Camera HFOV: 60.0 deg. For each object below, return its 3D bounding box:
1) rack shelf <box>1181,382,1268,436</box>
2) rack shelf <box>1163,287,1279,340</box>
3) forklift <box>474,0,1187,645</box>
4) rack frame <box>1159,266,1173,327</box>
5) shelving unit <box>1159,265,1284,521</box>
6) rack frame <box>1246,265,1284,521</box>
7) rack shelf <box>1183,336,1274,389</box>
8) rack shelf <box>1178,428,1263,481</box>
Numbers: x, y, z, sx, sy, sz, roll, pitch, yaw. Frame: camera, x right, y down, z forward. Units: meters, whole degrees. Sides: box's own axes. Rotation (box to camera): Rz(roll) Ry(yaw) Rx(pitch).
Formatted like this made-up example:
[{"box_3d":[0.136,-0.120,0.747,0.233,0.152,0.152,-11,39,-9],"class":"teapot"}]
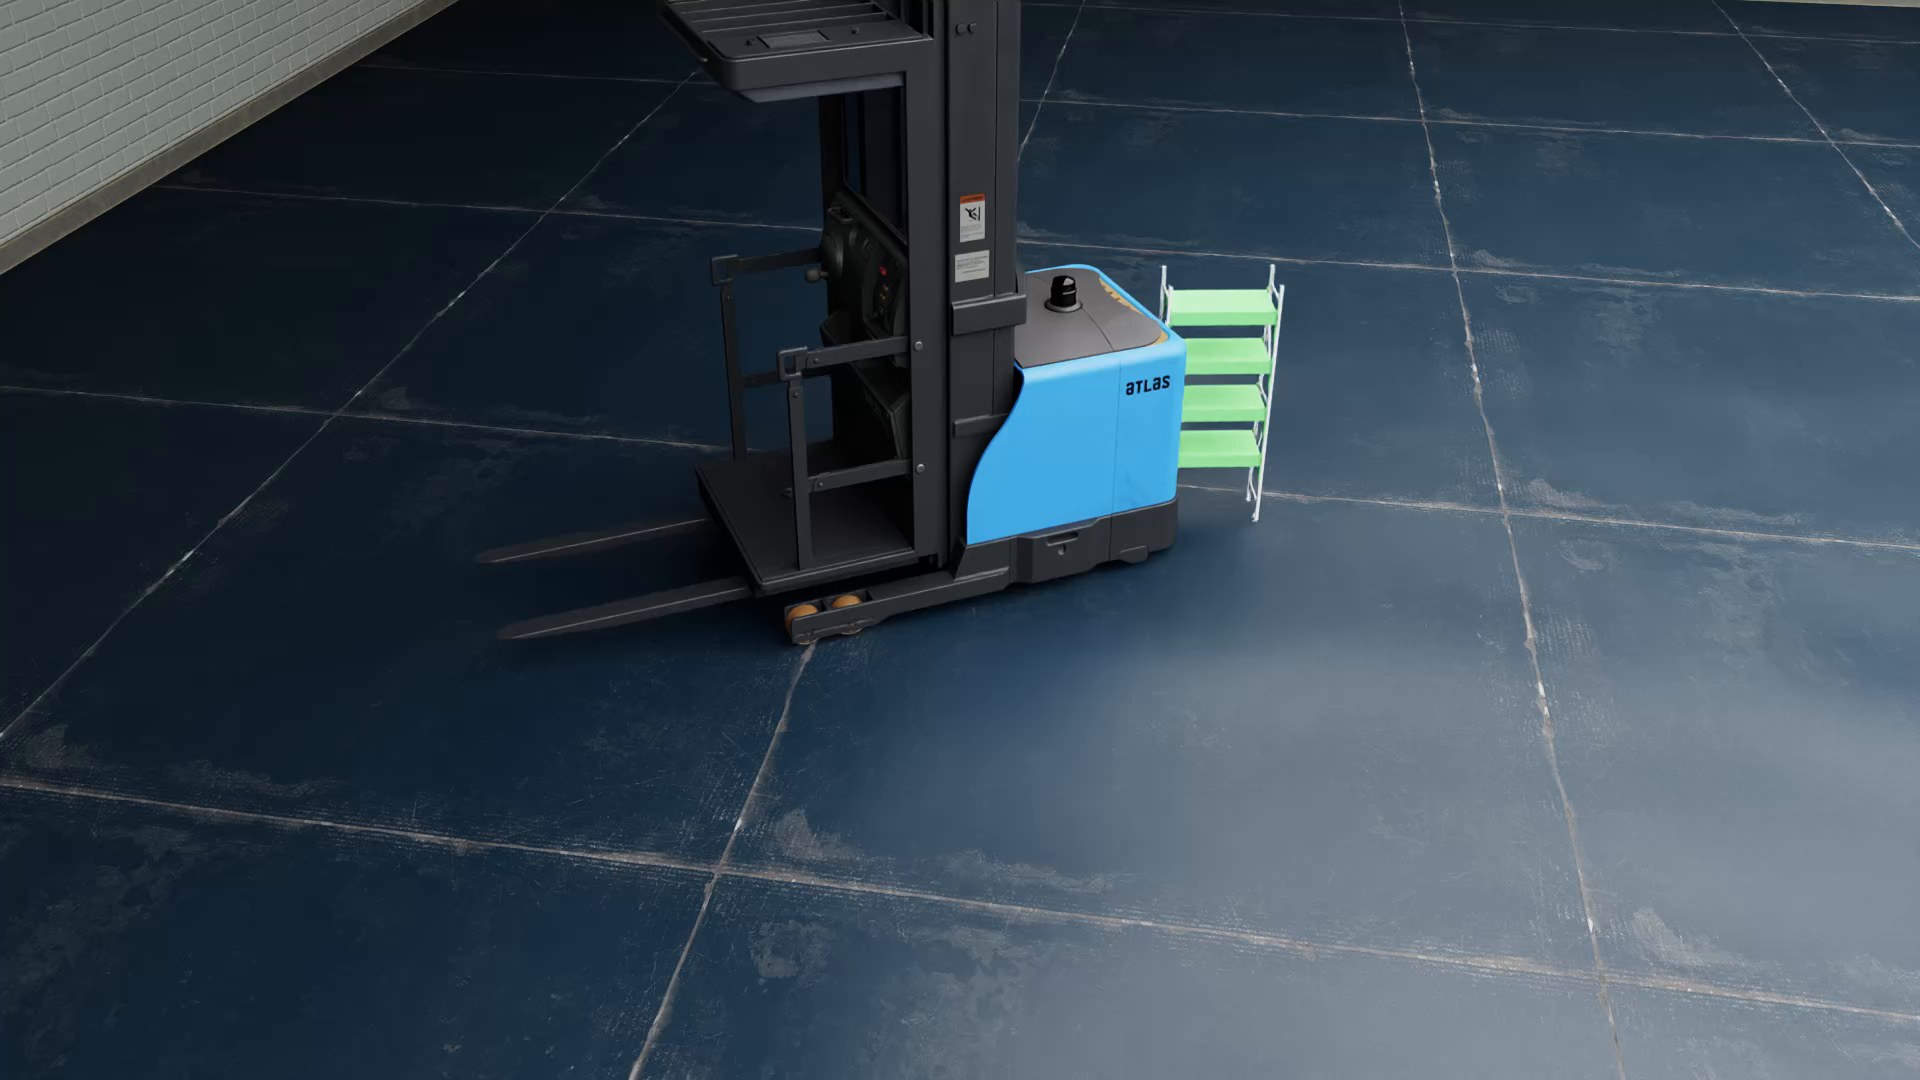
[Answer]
[{"box_3d":[1.161,-0.606,7.707,0.480,0.148,0.258,-1,32,-1],"class":"rack shelf"},{"box_3d":[1.161,-1.013,7.453,0.480,0.148,0.258,-1,32,-1],"class":"rack shelf"},{"box_3d":[-0.581,-1.118,6.773,3.031,2.935,1.130,-12,34,-19],"class":"forklift"},{"box_3d":[0.917,-0.658,7.668,0.015,1.200,0.240,-1,32,-1],"class":"rack frame"},{"box_3d":[1.161,-0.660,7.673,0.503,1.200,0.258,-1,32,-1],"class":"shelving unit"},{"box_3d":[1.405,-0.663,7.678,0.015,1.200,0.240,-1,32,-1],"class":"rack frame"},{"box_3d":[1.161,-0.810,7.580,0.480,0.148,0.258,-1,32,-1],"class":"rack shelf"},{"box_3d":[1.160,-0.403,7.834,0.480,0.148,0.258,-1,32,-1],"class":"rack shelf"}]
